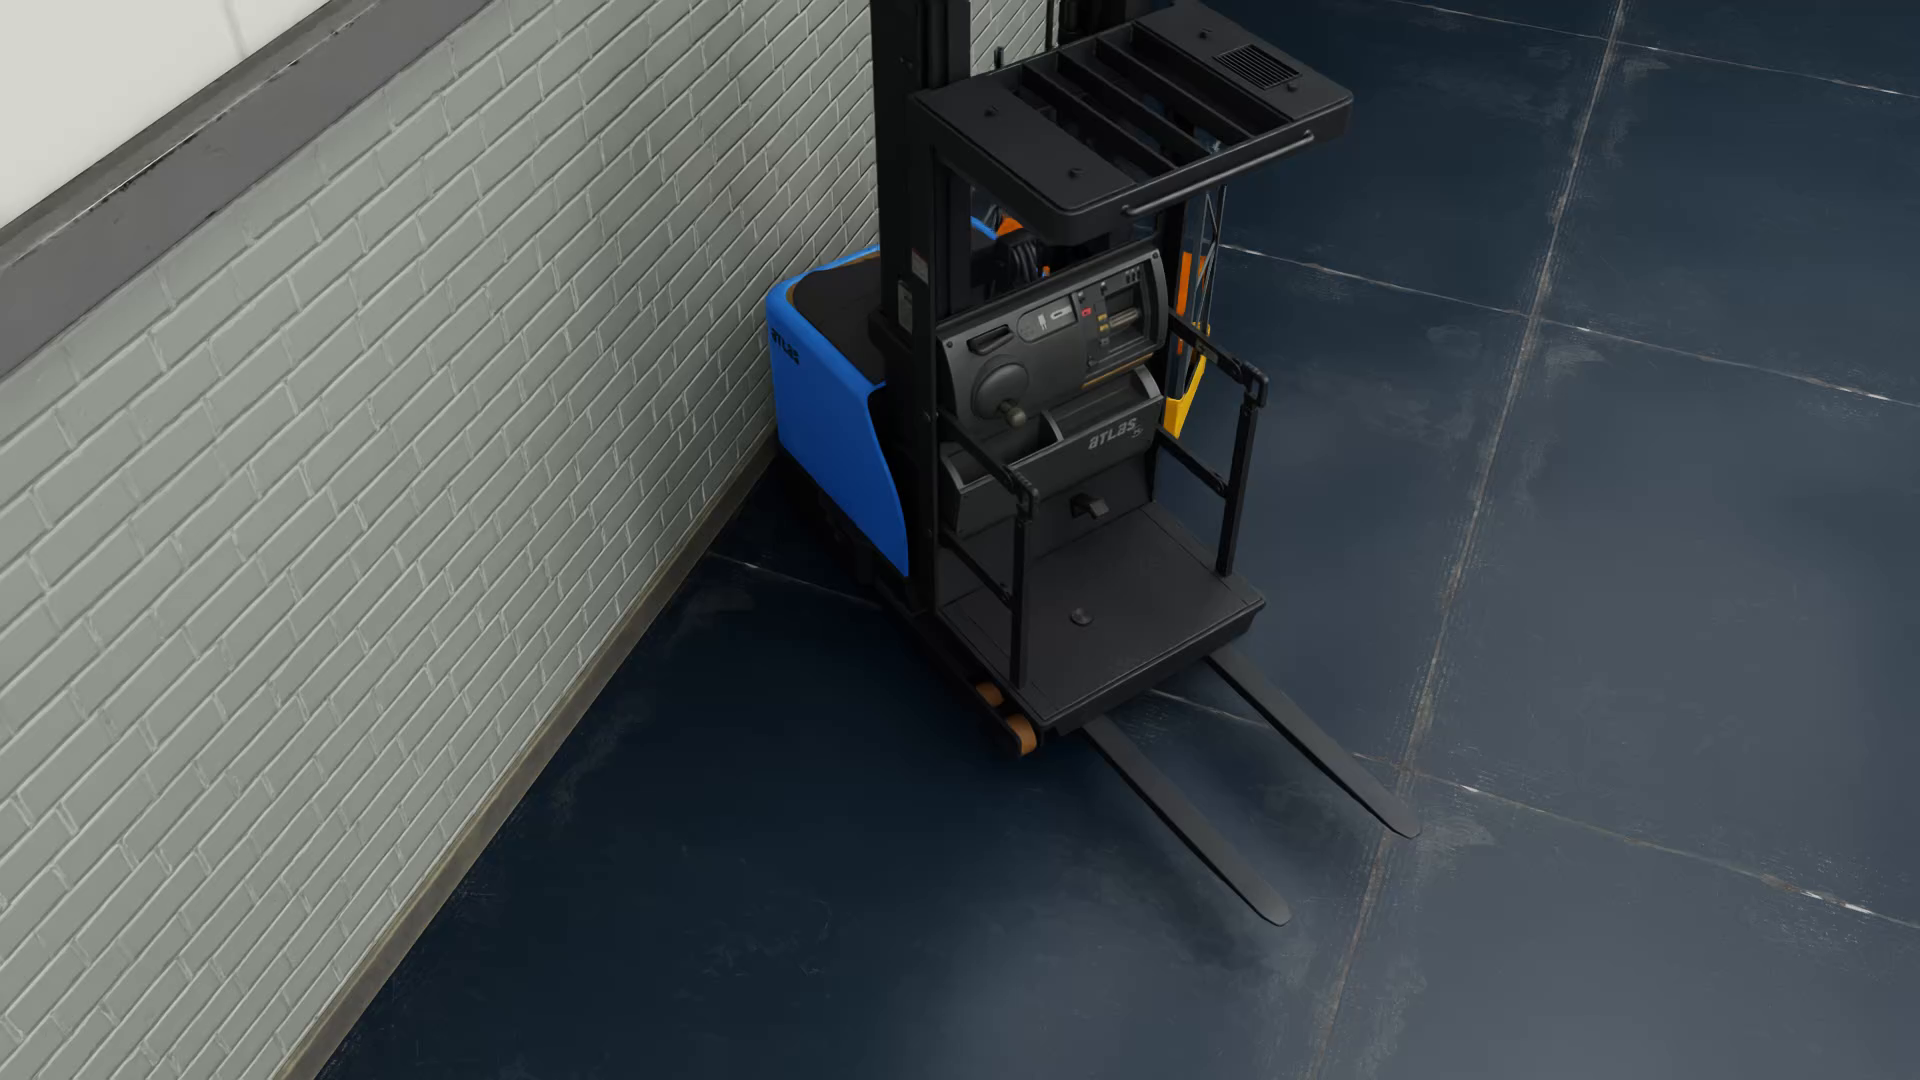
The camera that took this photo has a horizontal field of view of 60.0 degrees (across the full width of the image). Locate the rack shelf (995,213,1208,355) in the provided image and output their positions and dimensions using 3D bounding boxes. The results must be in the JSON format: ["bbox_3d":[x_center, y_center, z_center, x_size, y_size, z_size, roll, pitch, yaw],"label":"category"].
[{"bbox_3d":[0.572,-1.155,7.442,1.000,0.185,0.538,14,46,13],"label":"rack shelf"}]

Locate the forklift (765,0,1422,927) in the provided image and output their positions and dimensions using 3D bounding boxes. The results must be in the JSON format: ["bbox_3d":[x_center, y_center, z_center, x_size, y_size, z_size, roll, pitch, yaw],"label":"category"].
[{"bbox_3d":[0.464,-0.614,5.628,1.130,2.935,3.031,-26,50,-24],"label":"forklift"}]

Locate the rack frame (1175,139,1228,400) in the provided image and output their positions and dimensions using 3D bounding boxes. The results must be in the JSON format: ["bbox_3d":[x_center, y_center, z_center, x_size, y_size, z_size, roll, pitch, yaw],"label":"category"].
[{"bbox_3d":[1.052,-1.165,7.197,0.032,1.500,0.500,14,46,13],"label":"rack frame"}]

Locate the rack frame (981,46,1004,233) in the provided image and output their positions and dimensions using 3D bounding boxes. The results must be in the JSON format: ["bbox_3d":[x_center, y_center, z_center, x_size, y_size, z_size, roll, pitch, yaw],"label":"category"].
[{"bbox_3d":[0.092,-1.400,7.433,0.032,1.500,0.500,14,46,13],"label":"rack frame"}]

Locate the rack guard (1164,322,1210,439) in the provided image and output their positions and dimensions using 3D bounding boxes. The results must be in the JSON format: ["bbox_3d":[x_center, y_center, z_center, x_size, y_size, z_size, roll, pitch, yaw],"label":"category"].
[{"bbox_3d":[1.034,-0.727,7.642,0.087,0.250,0.587,14,46,13],"label":"rack guard"}]

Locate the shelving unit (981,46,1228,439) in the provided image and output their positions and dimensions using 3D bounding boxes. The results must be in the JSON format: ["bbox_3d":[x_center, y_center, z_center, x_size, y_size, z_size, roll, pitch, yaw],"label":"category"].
[{"bbox_3d":[0.563,-1.285,7.317,1.083,1.500,0.587,14,46,13],"label":"shelving unit"}]
